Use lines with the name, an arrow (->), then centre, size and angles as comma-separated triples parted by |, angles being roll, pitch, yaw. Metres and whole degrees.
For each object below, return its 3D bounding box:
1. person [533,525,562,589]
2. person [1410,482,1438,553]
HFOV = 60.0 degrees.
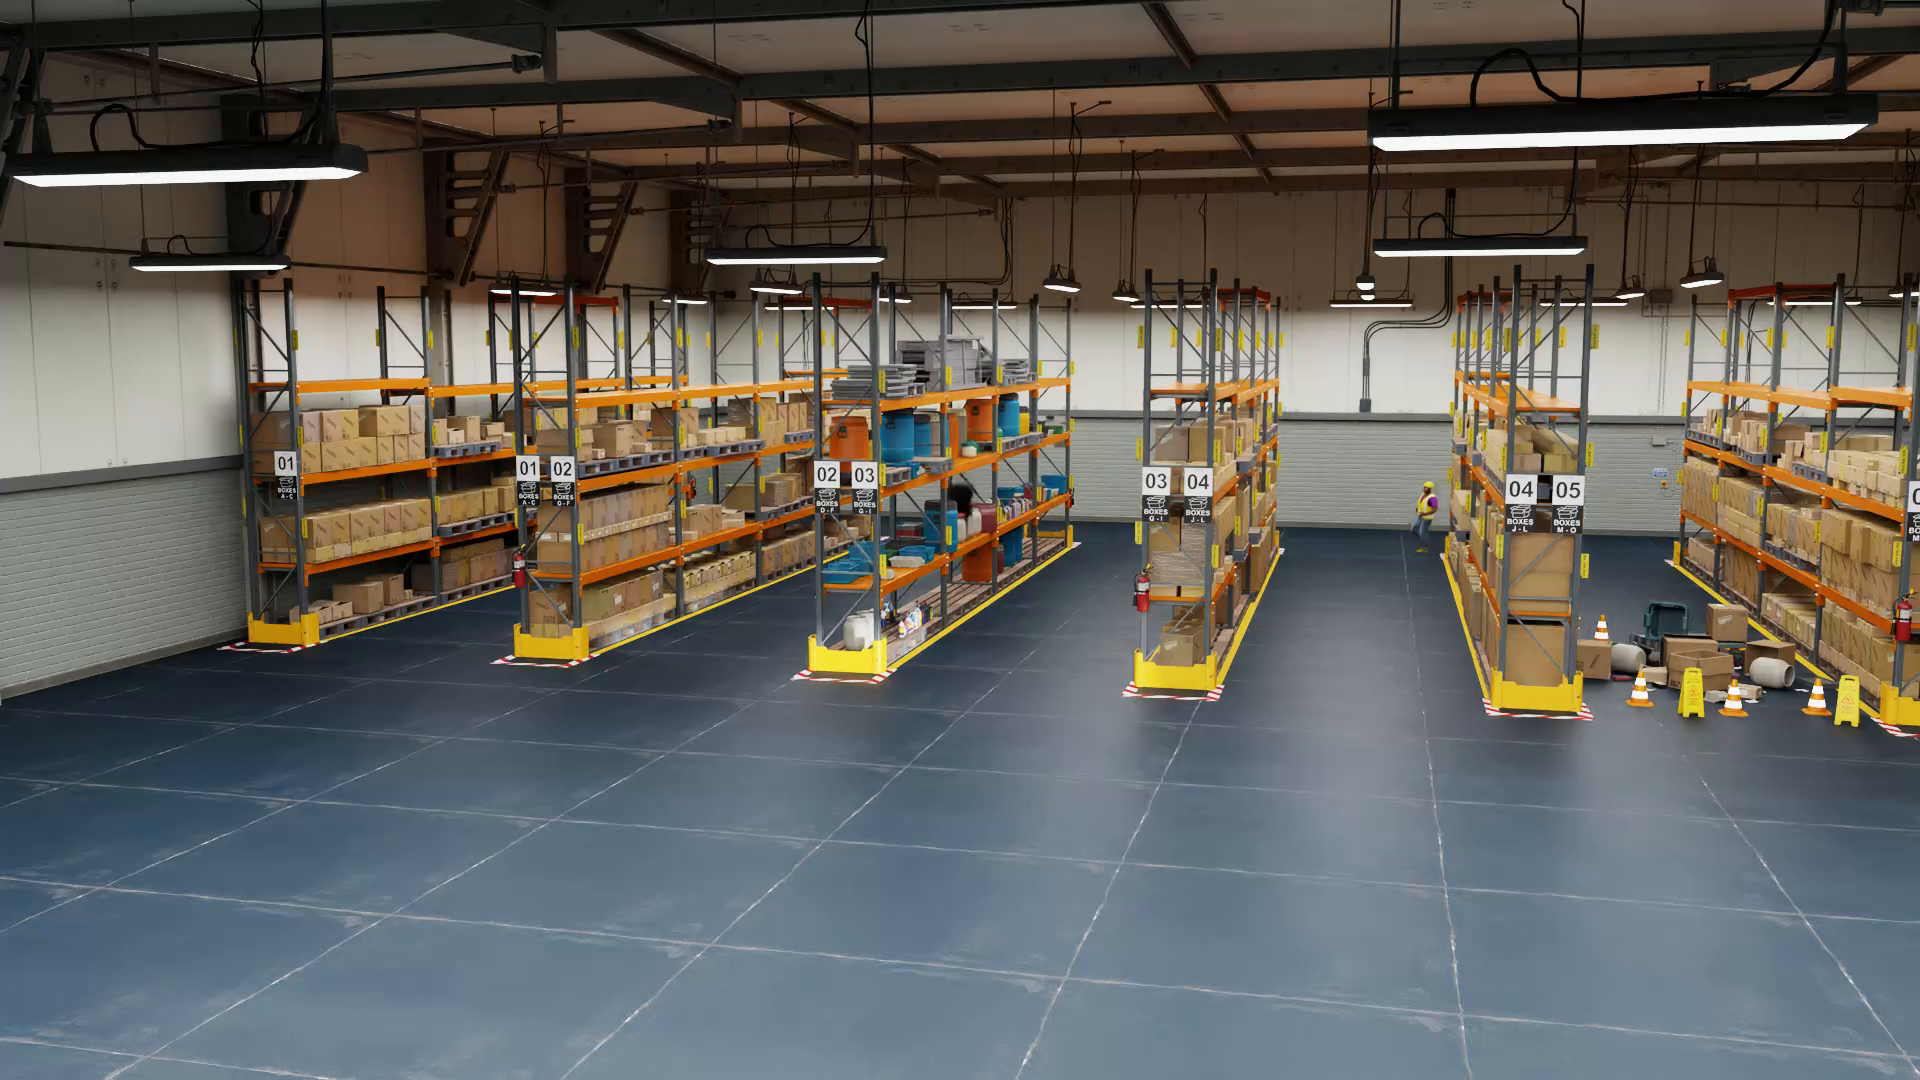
person -> -7.835, 0.300, 32.030 | 0.669, 1.748, 0.940 | 2, 7, 19
person -> 10.934, -0.524, 39.121 | 0.545, 1.703, 0.734 | -3, 7, -20
